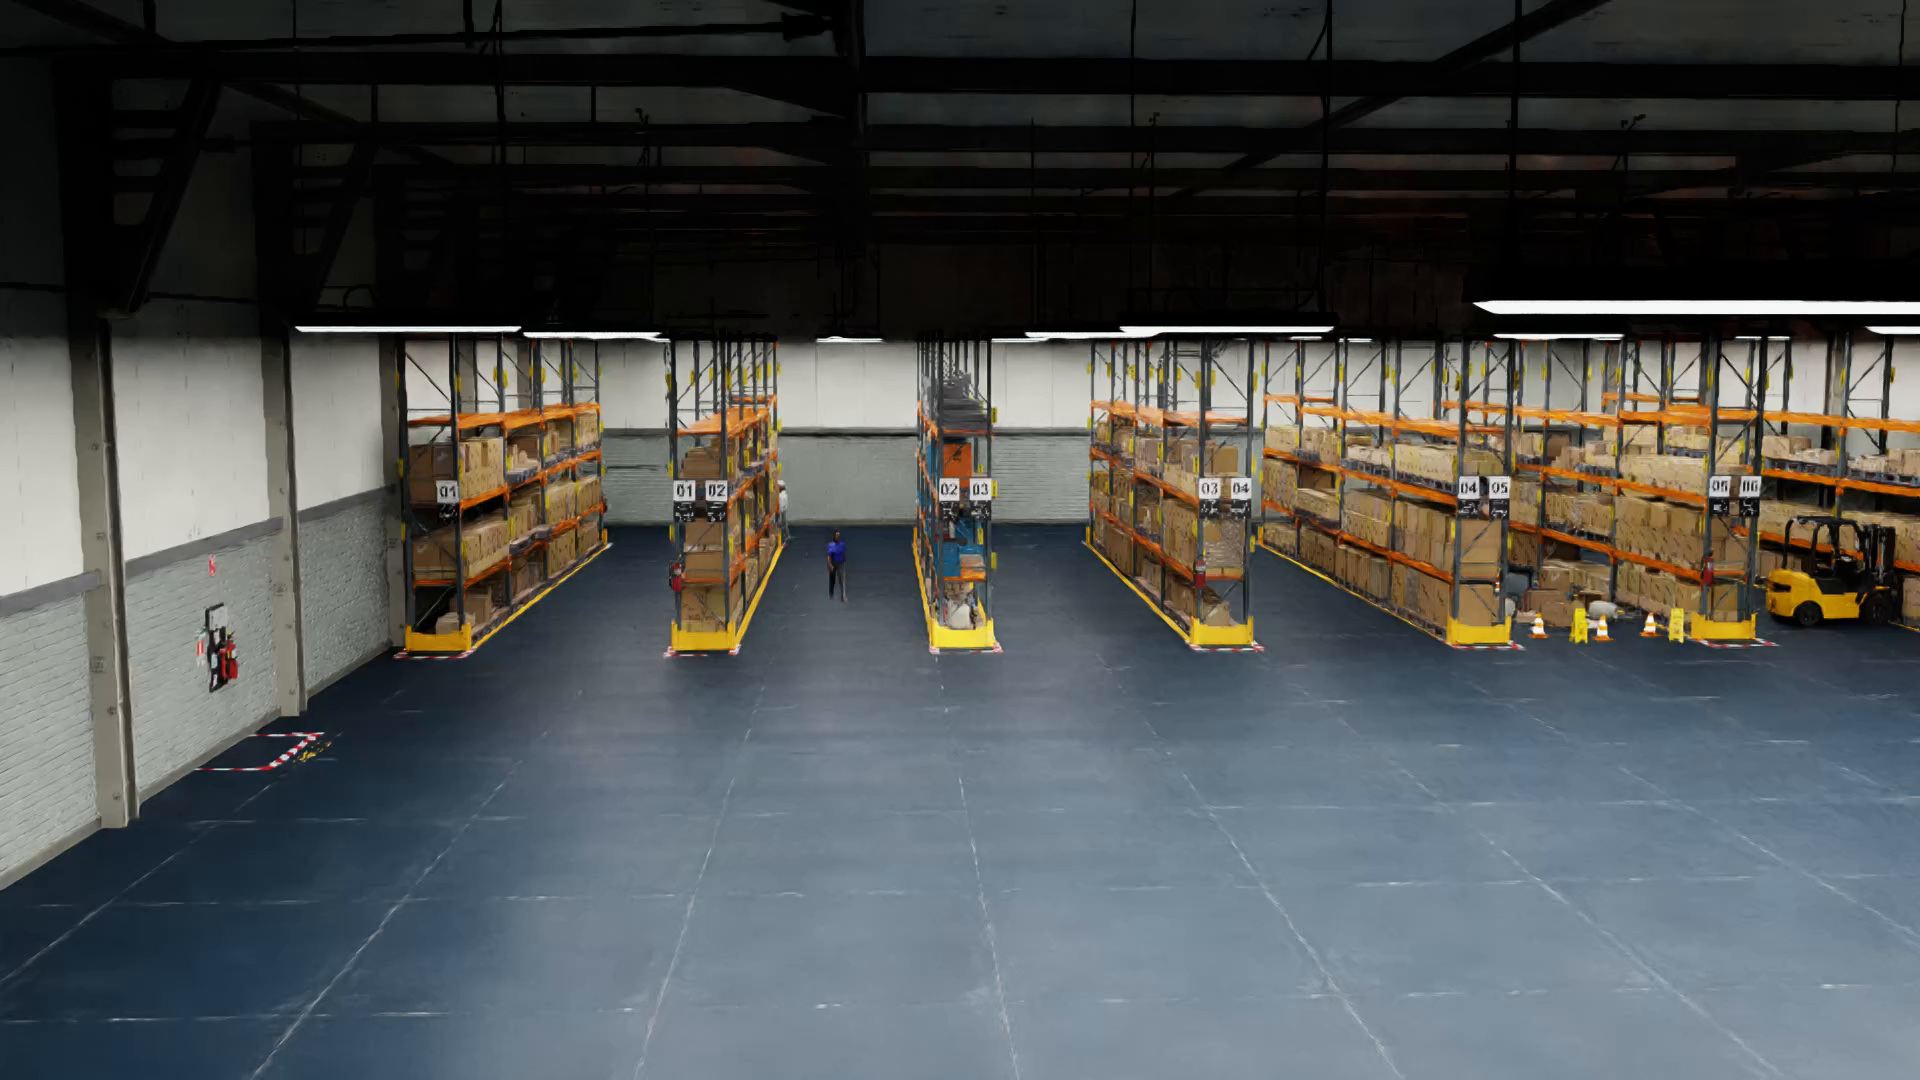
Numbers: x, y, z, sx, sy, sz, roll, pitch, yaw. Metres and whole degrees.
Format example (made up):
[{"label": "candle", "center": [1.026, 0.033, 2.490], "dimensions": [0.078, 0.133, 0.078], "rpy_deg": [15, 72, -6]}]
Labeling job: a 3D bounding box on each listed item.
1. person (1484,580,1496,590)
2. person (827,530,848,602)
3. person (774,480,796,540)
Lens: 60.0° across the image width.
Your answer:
[{"label": "person", "center": [12.051, 0.331, 38.157], "dimensions": [0.569, 1.783, 0.653], "rpy_deg": [3, 8, 26]}, {"label": "person", "center": [-2.751, 0.565, 36.988], "dimensions": [0.443, 1.587, 0.996], "rpy_deg": [-1, 7, -11]}, {"label": "person", "center": [-5.183, -0.867, 48.386], "dimensions": [0.533, 1.758, 0.714], "rpy_deg": [3, 8, 27]}]
